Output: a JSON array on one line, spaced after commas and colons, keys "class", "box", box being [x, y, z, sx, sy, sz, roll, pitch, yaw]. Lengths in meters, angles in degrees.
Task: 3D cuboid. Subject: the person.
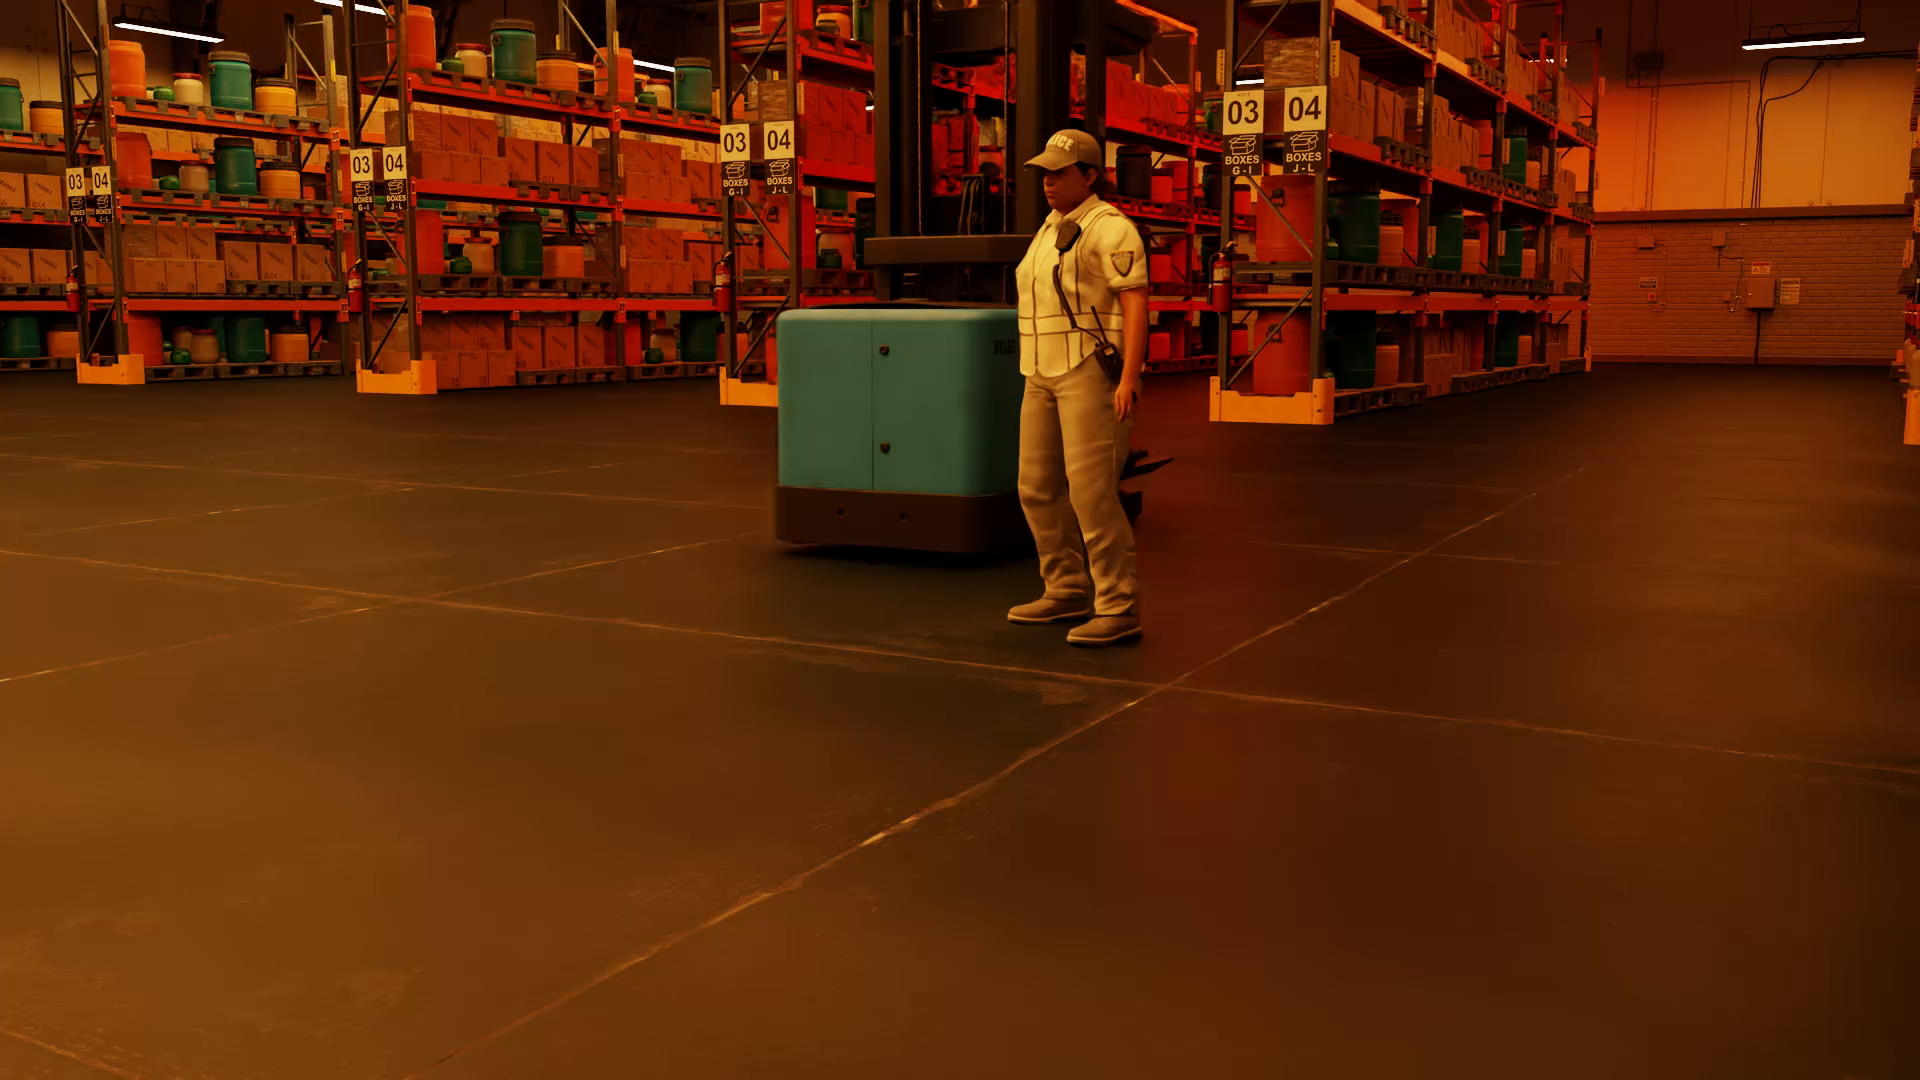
[{"class": "person", "box": [0.393, -0.521, 5.541, 0.407, 1.655, 0.628, -5, 9, -32]}]

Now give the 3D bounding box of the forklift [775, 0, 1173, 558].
[{"class": "forklift", "box": [0.277, -1.537, 8.230, 1.130, 2.935, 3.031, 4, 9, 25]}]
